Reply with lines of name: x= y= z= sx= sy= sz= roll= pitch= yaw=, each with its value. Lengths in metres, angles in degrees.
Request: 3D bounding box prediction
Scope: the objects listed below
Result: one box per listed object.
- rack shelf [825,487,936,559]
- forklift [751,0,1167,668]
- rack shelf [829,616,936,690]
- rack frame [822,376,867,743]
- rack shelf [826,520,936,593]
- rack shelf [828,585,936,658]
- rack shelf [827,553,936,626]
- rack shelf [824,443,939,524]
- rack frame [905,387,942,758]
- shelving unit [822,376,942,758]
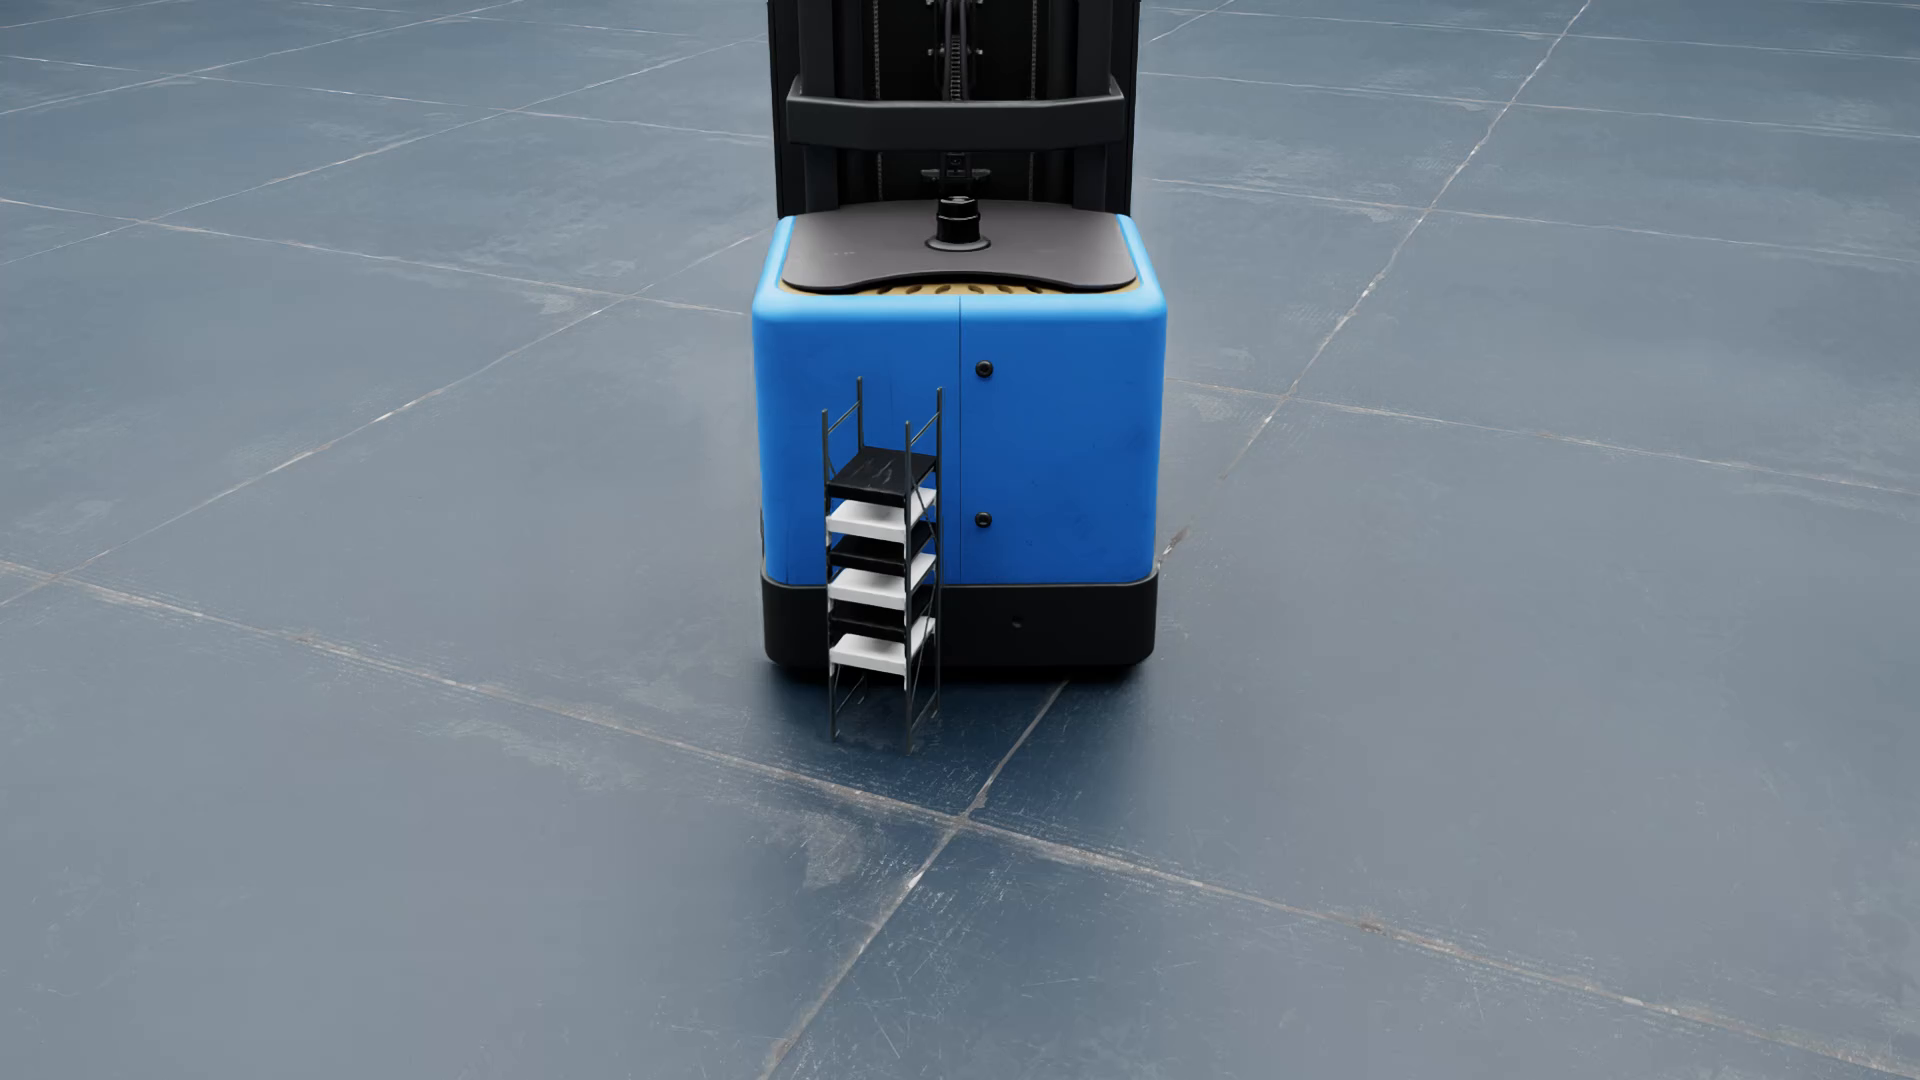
rack shelf: x=-0.183 y=-0.057 z=4.011 sx=0.200 sy=0.077 sz=0.258 roll=9 pitch=28 yaw=16
forklift: x=-0.023 y=-1.583 z=5.148 sx=1.130 sy=2.935 sz=3.031 roll=0 pitch=26 yaw=-1
rack shelf: x=-0.187 y=0.266 z=4.172 sx=0.200 sy=0.077 sz=0.258 roll=9 pitch=28 yaw=16
rack frame: x=-0.281 y=0.059 z=4.105 sx=0.006 sy=0.900 sz=0.240 roll=9 pitch=28 yaw=16
rack shelf: x=-0.184 y=0.024 z=4.051 sx=0.200 sy=0.077 sz=0.258 roll=9 pitch=28 yaw=16
rack shelf: x=-0.186 y=0.185 z=4.132 sx=0.200 sy=0.077 sz=0.258 roll=9 pitch=28 yaw=16
rack shelf: x=-0.185 y=0.104 z=4.091 sx=0.200 sy=0.077 sz=0.258 roll=9 pitch=28 yaw=16
rack shelf: x=-0.182 y=-0.137 z=3.971 sx=0.200 sy=0.077 sz=0.258 roll=9 pitch=28 yaw=16
rack frame: x=-0.088 y=0.090 z=4.048 sx=0.006 sy=0.900 sz=0.240 roll=9 pitch=28 yaw=16
shelving unit: x=-0.185 y=0.075 z=4.077 sx=0.210 sy=0.900 sz=0.258 roll=9 pitch=28 yaw=16
